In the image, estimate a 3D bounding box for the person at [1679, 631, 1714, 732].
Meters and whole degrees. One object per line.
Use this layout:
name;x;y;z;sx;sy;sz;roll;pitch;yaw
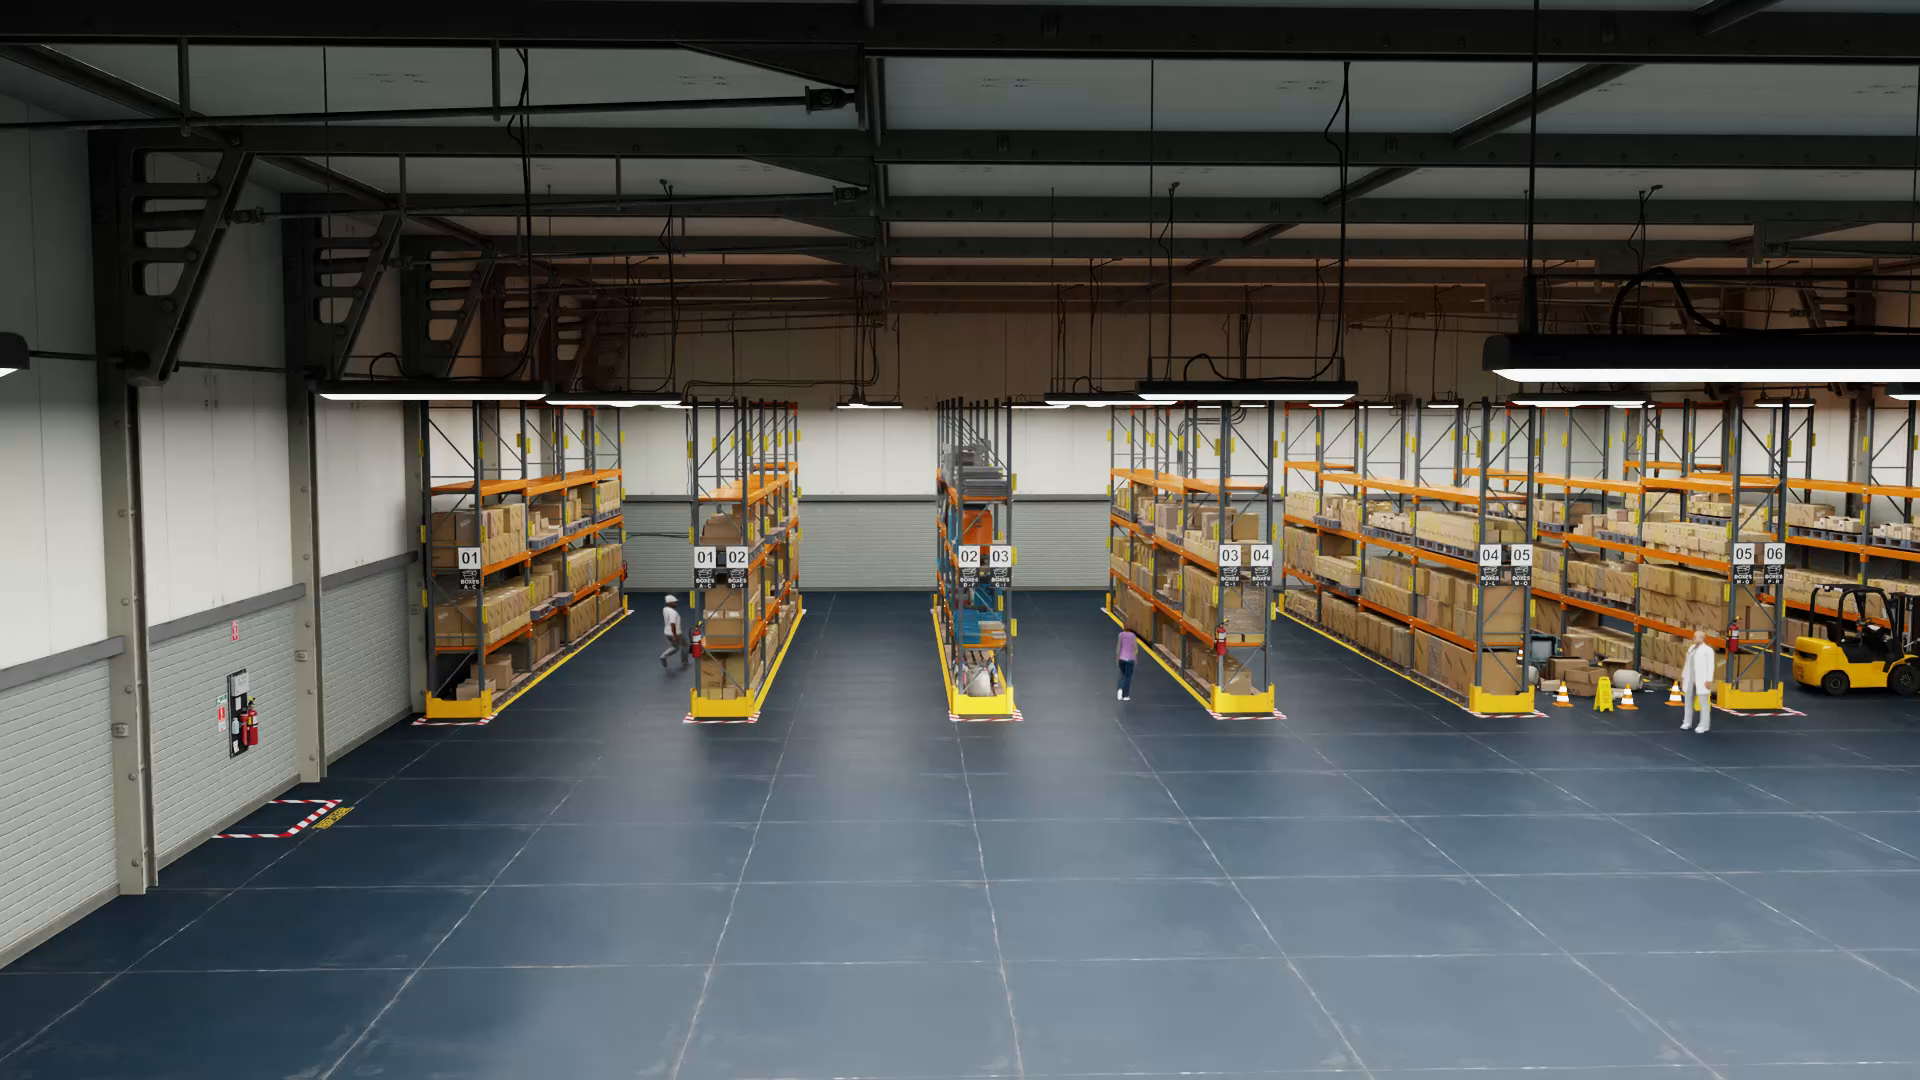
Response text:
person;13.203;2.519;29.832;0.429;1.779;0.623;-3;6;-37

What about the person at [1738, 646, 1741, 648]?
person;17.071;2.014;36.469;0.585;1.783;0.534;-4;6;-41

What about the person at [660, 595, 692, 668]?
person;-6.297;2.040;37.076;0.849;1.650;0.572;-4;6;-41

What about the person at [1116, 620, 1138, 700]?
person;3.322;2.373;32.874;0.401;1.592;0.390;3;5;30
